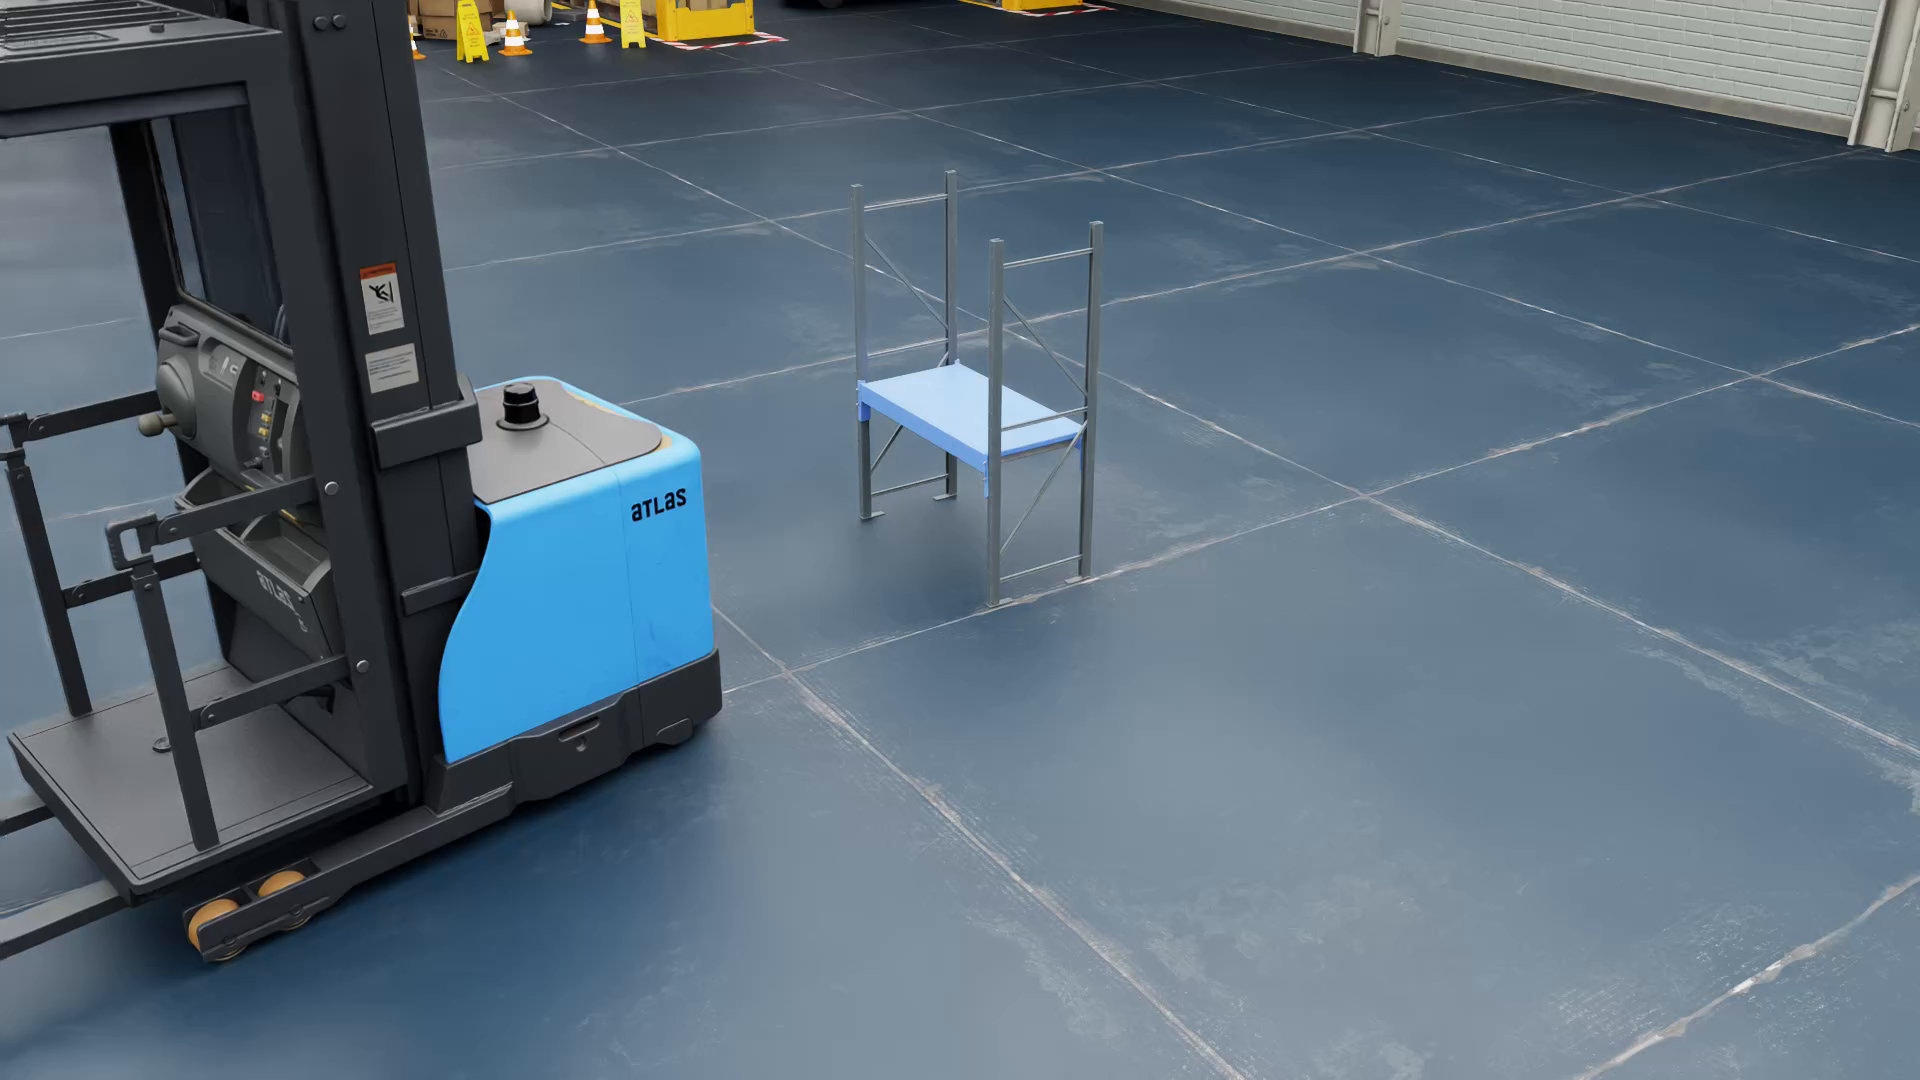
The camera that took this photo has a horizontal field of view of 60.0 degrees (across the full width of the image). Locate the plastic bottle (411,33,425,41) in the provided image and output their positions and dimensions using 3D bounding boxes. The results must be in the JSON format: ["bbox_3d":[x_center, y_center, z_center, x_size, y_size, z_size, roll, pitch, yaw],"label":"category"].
[{"bbox_3d":[-6.579,-6.051,19.996,0.283,0.061,0.133,18,31,33],"label":"plastic bottle"}]

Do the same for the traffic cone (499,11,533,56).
[{"bbox_3d":[-5.105,-5.805,19.005,0.336,0.463,0.334,-16,29,-30],"label":"traffic cone"}]

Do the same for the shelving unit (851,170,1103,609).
[{"bbox_3d":[0.047,-0.648,6.865,0.538,1.500,1.048,-16,29,-30],"label":"shelving unit"}]

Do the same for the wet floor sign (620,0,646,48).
[{"bbox_3d":[-3.838,-6.098,19.411,0.267,0.644,0.232,-6,26,-12],"label":"wet floor sign"}]

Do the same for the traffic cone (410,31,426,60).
[{"bbox_3d":[-6.237,-5.664,18.705,0.336,0.463,0.334,-16,29,-30],"label":"traffic cone"}]

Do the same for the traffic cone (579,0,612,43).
[{"bbox_3d":[-4.361,-6.186,19.811,0.336,0.463,0.334,-16,29,-30],"label":"traffic cone"}]

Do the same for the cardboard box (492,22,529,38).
[{"bbox_3d":[-5.453,-6.188,20.184,0.380,0.149,0.250,-1,25,-3],"label":"cardboard box"}]

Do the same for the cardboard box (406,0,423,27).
[{"bbox_3d":[-6.643,-6.783,20.870,0.797,0.637,0.503,-16,29,-30],"label":"cardboard box"}]

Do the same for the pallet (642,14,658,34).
[{"bbox_3d":[-3.500,-6.545,20.866,1.003,0.211,1.213,-16,29,-30],"label":"pallet"}]

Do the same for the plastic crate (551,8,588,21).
[{"bbox_3d":[-5.059,-6.837,21.640,0.583,0.080,0.402,18,31,33],"label":"plastic crate"}]

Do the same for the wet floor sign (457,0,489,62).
[{"bbox_3d":[-5.462,-5.676,18.518,0.267,0.644,0.232,-22,33,-38],"label":"wet floor sign"}]

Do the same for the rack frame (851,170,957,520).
[{"bbox_3d":[-0.231,-0.830,7.250,0.500,1.500,0.032,-16,29,-30],"label":"rack frame"}]

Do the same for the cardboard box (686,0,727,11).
[{"bbox_3d":[-3.254,-6.779,20.825,0.500,0.250,0.500,-16,30,-30],"label":"cardboard box"}]

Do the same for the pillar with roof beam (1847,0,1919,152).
[{"bbox_3d":[4.431,-6.514,10.508,9.100,9.000,0.400,-16,29,-30],"label":"pillar with roof beam"}]

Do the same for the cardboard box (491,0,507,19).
[{"bbox_3d":[-5.784,-7.081,21.661,0.500,0.500,0.500,3,25,6],"label":"cardboard box"}]

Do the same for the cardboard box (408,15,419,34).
[{"bbox_3d":[-6.839,-6.299,20.281,0.396,0.266,0.258,-10,27,-21],"label":"cardboard box"}]

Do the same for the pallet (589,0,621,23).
[{"bbox_3d":[-4.162,-6.981,21.790,1.003,0.211,1.213,-16,29,-30],"label":"pallet"}]

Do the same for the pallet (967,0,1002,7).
[{"bbox_3d":[0.659,-7.641,23.188,1.003,0.211,1.213,-16,29,-30],"label":"pallet"}]

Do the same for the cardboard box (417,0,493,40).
[{"bbox_3d":[-6.125,-6.389,20.194,0.637,0.503,0.797,7,26,15],"label":"cardboard box"}]

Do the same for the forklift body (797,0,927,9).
[{"bbox_3d":[-1.452,-8.507,22.751,2.313,2.155,1.214,-16,29,-30],"label":"forklift body"}]

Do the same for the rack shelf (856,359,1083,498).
[{"bbox_3d":[0.047,-0.485,6.942,0.538,0.185,1.000,-16,29,-30],"label":"rack shelf"}]

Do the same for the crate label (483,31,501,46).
[{"bbox_3d":[-5.586,-5.925,19.640,0.298,0.136,0.250,12,28,24],"label":"crate label"}]

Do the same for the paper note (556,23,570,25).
[{"bbox_3d":[-5.039,-6.556,21.102,0.148,0.019,0.142,18,31,33],"label":"paper note"}]

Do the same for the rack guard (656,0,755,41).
[{"bbox_3d":[-3.087,-6.376,20.172,1.175,0.500,0.348,-16,29,-30],"label":"rack guard"}]

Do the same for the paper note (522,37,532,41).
[{"bbox_3d":[-5.229,-6.011,19.948,0.142,0.019,0.148,18,31,33],"label":"paper note"}]

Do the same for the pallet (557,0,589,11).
[{"bbox_3d":[-4.832,-7.417,22.715,1.003,0.211,1.213,-16,29,-30],"label":"pallet"}]

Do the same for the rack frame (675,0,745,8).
[{"bbox_3d":[-3.045,-7.480,19.580,1.000,3.000,0.127,-16,29,-30],"label":"rack frame"}]

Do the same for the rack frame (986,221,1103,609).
[{"bbox_3d":[0.324,-0.466,6.480,0.500,1.500,0.032,-16,29,-30],"label":"rack frame"}]

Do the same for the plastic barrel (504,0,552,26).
[{"bbox_3d":[-5.441,-6.701,20.948,0.512,0.421,0.421,3,25,6],"label":"plastic barrel"}]

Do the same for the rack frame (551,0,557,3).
[{"bbox_3d":[-5.229,-8.910,22.611,1.000,3.000,0.127,-16,29,-30],"label":"rack frame"}]

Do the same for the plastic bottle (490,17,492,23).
[{"bbox_3d":[-6.095,-6.683,21.335,0.133,0.061,0.283,-10,27,-21],"label":"plastic bottle"}]

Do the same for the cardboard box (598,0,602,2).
[{"bbox_3d":[-4.540,-7.205,21.729,0.500,0.250,0.500,-16,30,-30],"label":"cardboard box"}]

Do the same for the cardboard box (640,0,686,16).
[{"bbox_3d":[-3.725,-6.661,20.576,0.500,0.250,0.500,-16,29,-30],"label":"cardboard box"}]

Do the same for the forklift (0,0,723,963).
[{"bbox_3d":[-2.242,-0.383,4.627,3.031,2.935,1.130,-23,33,-39],"label":"forklift"}]

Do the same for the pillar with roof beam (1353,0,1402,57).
[{"bbox_3d":[1.155,-8.660,15.054,9.100,9.000,0.400,-16,29,-30],"label":"pillar with roof beam"}]

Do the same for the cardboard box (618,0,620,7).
[{"bbox_3d":[-3.988,-6.840,20.954,0.500,0.250,0.500,-15,29,-29],"label":"cardboard box"}]

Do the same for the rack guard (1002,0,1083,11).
[{"bbox_3d":[1.125,-7.499,22.549,1.175,0.500,0.348,-16,29,-30],"label":"rack guard"}]

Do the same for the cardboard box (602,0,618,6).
[{"bbox_3d":[-4.278,-7.026,21.348,0.500,0.250,0.500,-17,30,-31],"label":"cardboard box"}]
